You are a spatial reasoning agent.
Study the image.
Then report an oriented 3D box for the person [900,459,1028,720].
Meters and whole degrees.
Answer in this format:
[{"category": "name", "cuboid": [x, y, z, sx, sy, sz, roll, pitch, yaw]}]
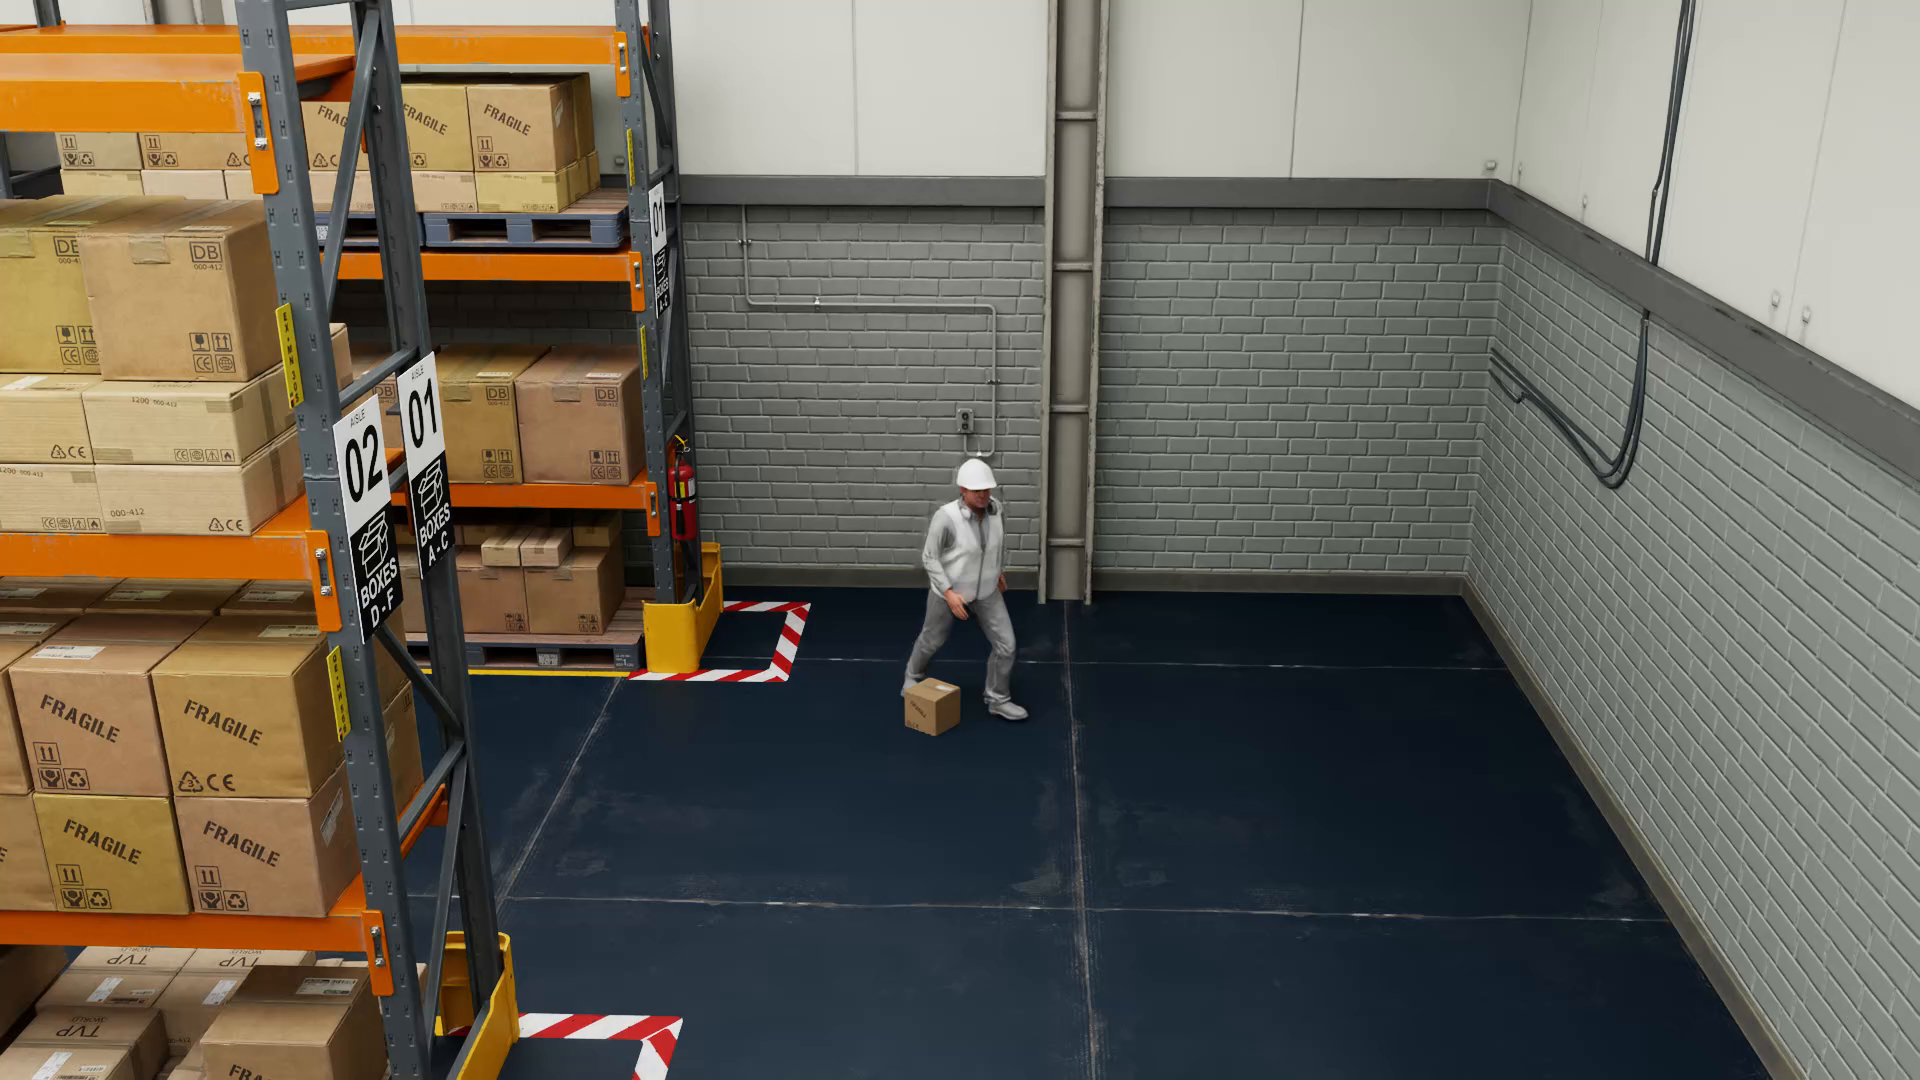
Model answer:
[{"category": "person", "cuboid": [-0.002, 0.266, 10.377, 0.649, 1.713, 0.848, -10, 23, -25]}]
